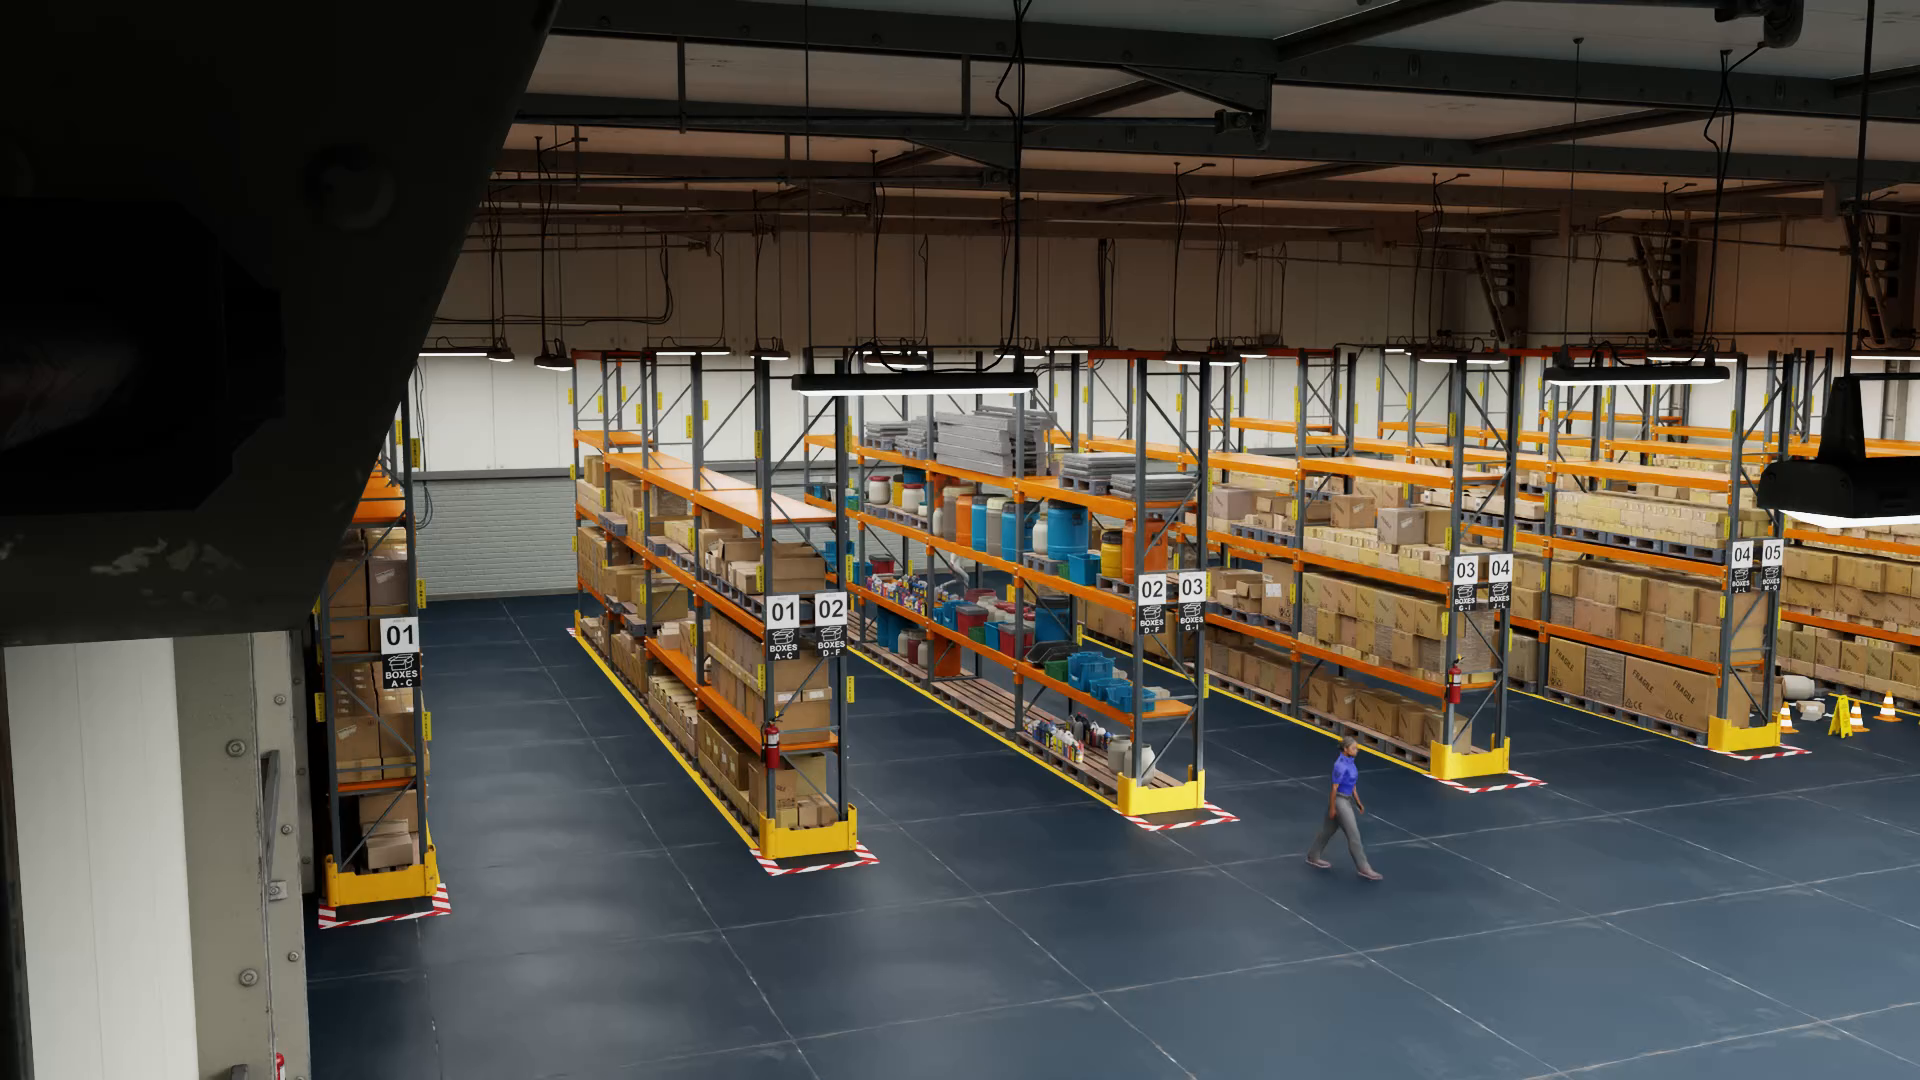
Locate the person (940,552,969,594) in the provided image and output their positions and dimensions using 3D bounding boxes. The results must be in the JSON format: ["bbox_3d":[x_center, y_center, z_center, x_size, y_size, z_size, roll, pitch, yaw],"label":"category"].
[{"bbox_3d":[-0.065,0.628,39.943,0.906,1.467,0.406,2,7,14],"label":"person"}]

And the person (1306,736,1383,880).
[{"bbox_3d":[4.521,3.094,19.478,0.907,1.612,0.499,2,7,18],"label":"person"}]
